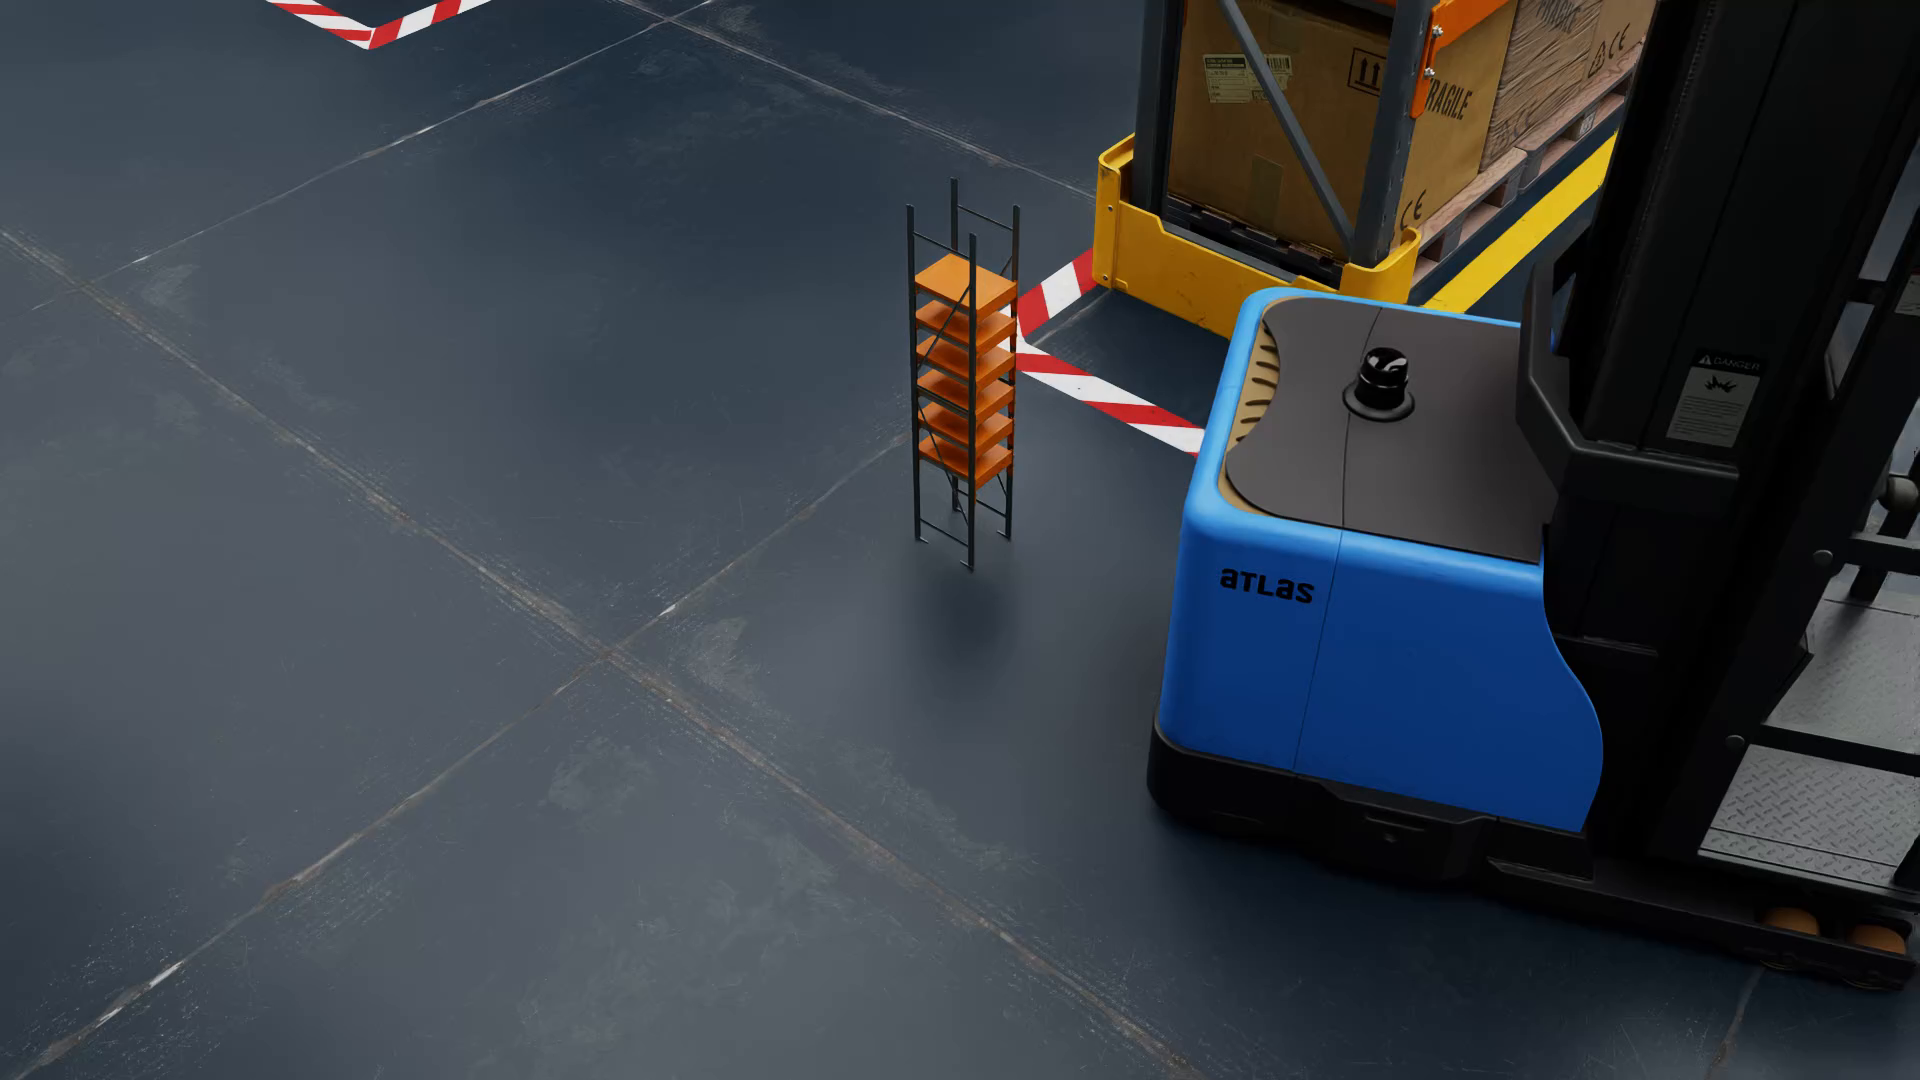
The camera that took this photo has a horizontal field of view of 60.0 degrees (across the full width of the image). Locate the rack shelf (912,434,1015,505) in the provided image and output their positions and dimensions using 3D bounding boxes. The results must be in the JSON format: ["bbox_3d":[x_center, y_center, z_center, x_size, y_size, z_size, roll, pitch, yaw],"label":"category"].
[{"bbox_3d":[0.009,-0.241,5.046,0.258,0.103,0.180,29,50,28],"label":"rack shelf"}]

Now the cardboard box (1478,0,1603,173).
[{"bbox_3d":[1.986,-2.163,6.666,0.875,0.875,0.875,29,50,28],"label":"cardboard box"}]

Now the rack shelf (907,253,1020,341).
[{"bbox_3d":[0.009,-0.685,4.642,0.258,0.103,0.180,29,50,28],"label":"rack shelf"}]

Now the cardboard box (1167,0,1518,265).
[{"bbox_3d":[1.400,-1.694,6.151,0.875,0.875,0.875,29,50,28],"label":"cardboard box"}]

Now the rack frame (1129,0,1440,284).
[{"bbox_3d":[1.050,-1.961,5.177,1.000,3.000,0.127,29,50,28],"label":"rack frame"}]

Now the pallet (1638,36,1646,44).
[{"bbox_3d":[3.075,-2.631,7.987,1.003,0.211,1.213,29,50,28],"label":"pallet"}]

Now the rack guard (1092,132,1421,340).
[{"bbox_3d":[1.034,-1.024,6.004,1.175,0.500,0.348,29,50,28],"label":"rack guard"}]

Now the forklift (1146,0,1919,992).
[{"bbox_3d":[2.072,-0.393,3.503,3.031,2.935,1.130,11,43,12],"label":"forklift"}]

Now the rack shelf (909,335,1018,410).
[{"bbox_3d":[0.009,-0.507,4.804,0.258,0.103,0.180,29,50,28],"label":"rack shelf"}]

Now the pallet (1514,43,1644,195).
[{"bbox_3d":[2.290,-2.000,7.293,1.003,0.211,1.213,29,50,28],"label":"pallet"}]

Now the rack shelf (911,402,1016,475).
[{"bbox_3d":[0.009,-0.330,4.965,0.258,0.103,0.180,29,50,28],"label":"rack shelf"}]

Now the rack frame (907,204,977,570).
[{"bbox_3d":[-0.050,-0.404,4.803,0.240,1.200,0.006,29,50,28],"label":"rack frame"}]

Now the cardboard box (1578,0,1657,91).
[{"bbox_3d":[2.559,-2.621,7.170,0.875,0.875,0.875,29,50,28],"label":"cardboard box"}]

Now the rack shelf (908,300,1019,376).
[{"bbox_3d":[0.009,-0.596,4.723,0.258,0.103,0.180,29,50,28],"label":"rack shelf"}]

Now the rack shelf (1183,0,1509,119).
[{"bbox_3d":[2.337,-2.724,6.551,1.077,0.370,4.000,29,50,28],"label":"rack shelf"}]

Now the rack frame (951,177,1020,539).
[{"bbox_3d":[0.068,-0.498,4.906,0.240,1.200,0.006,29,50,28],"label":"rack frame"}]

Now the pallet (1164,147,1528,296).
[{"bbox_3d":[1.504,-1.375,6.605,1.003,0.211,1.213,29,50,28],"label":"pallet"}]

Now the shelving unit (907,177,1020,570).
[{"bbox_3d":[0.009,-0.451,4.855,0.258,1.200,0.189,29,50,28],"label":"shelving unit"}]

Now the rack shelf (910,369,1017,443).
[{"bbox_3d":[0.009,-0.419,4.884,0.258,0.103,0.180,29,50,28],"label":"rack shelf"}]
